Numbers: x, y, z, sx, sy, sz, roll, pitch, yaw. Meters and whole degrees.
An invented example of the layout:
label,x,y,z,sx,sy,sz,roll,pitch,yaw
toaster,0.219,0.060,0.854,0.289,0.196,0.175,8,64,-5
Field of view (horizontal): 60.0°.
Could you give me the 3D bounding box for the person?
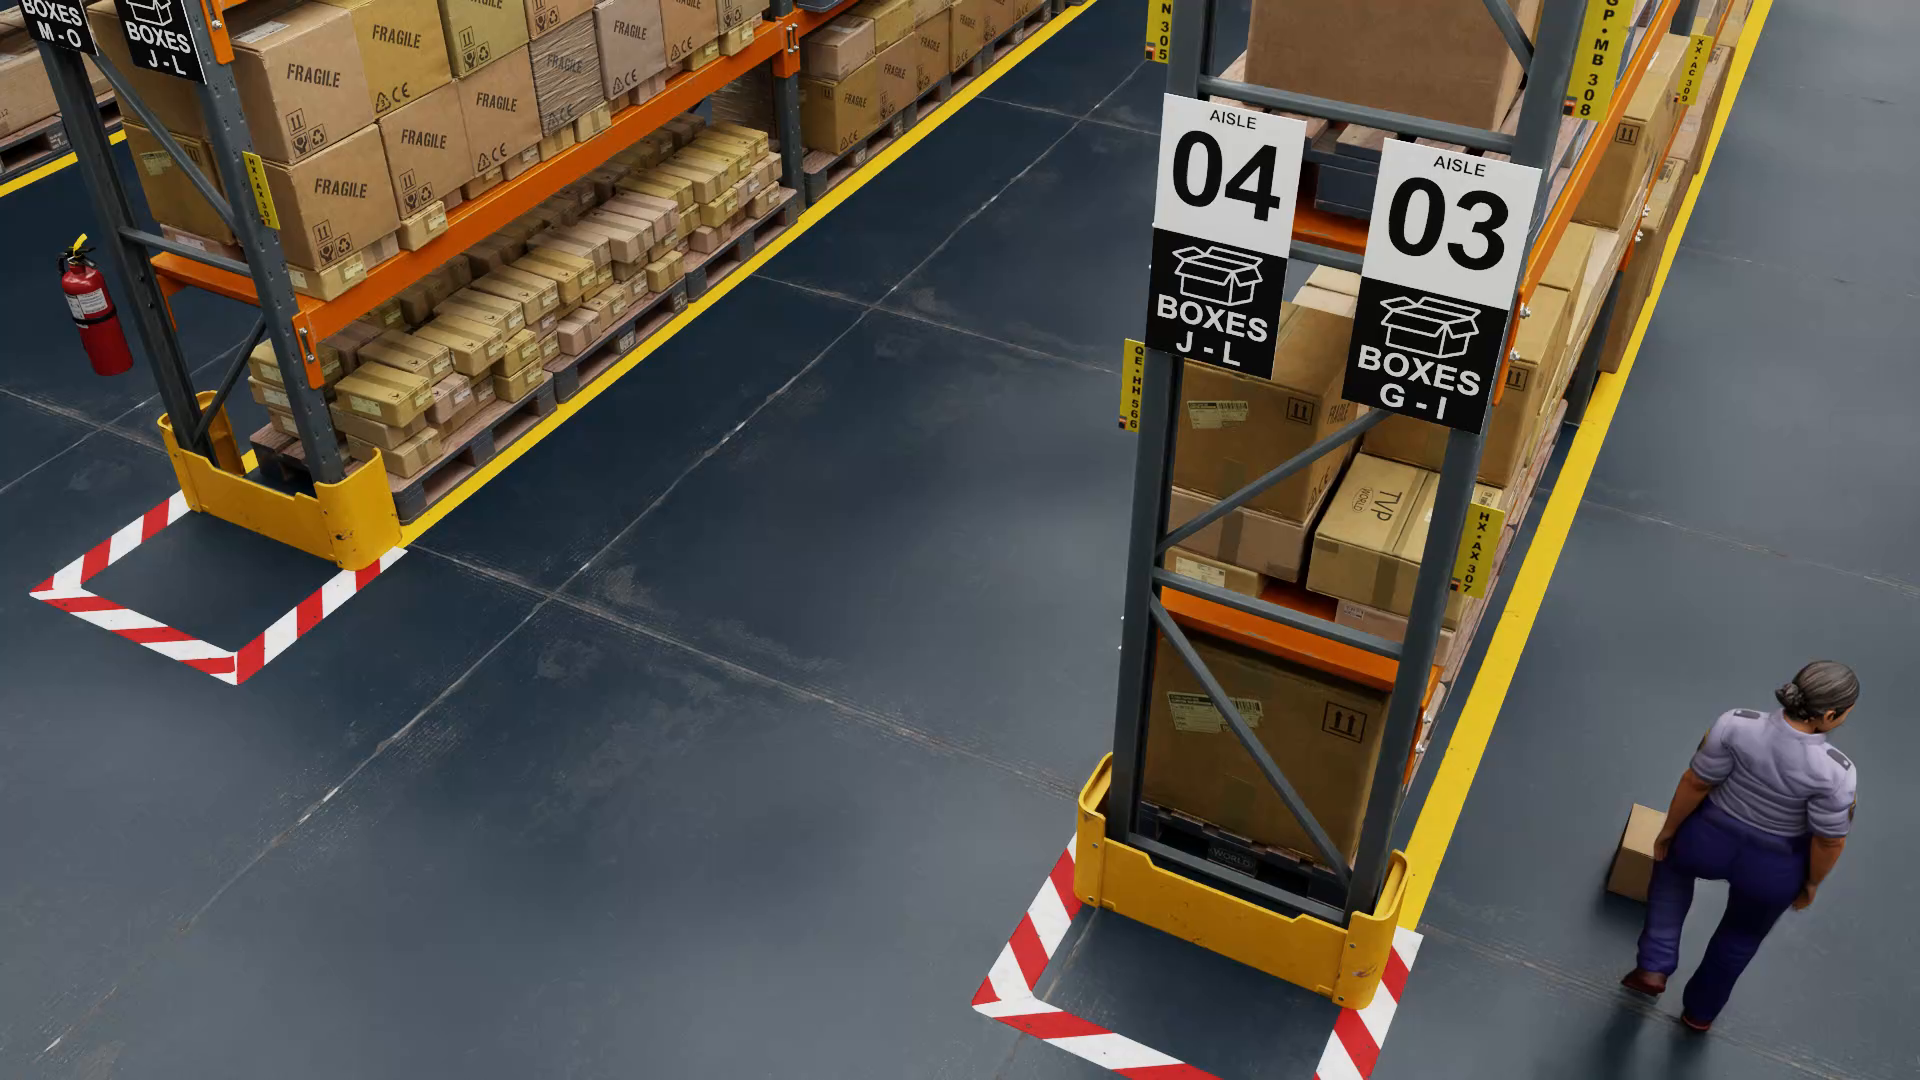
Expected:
label,x,y,z,sx,sy,sz,roll,pitch,yaw
person,2.581,1.001,5.469,0.514,1.655,0.418,25,45,28
